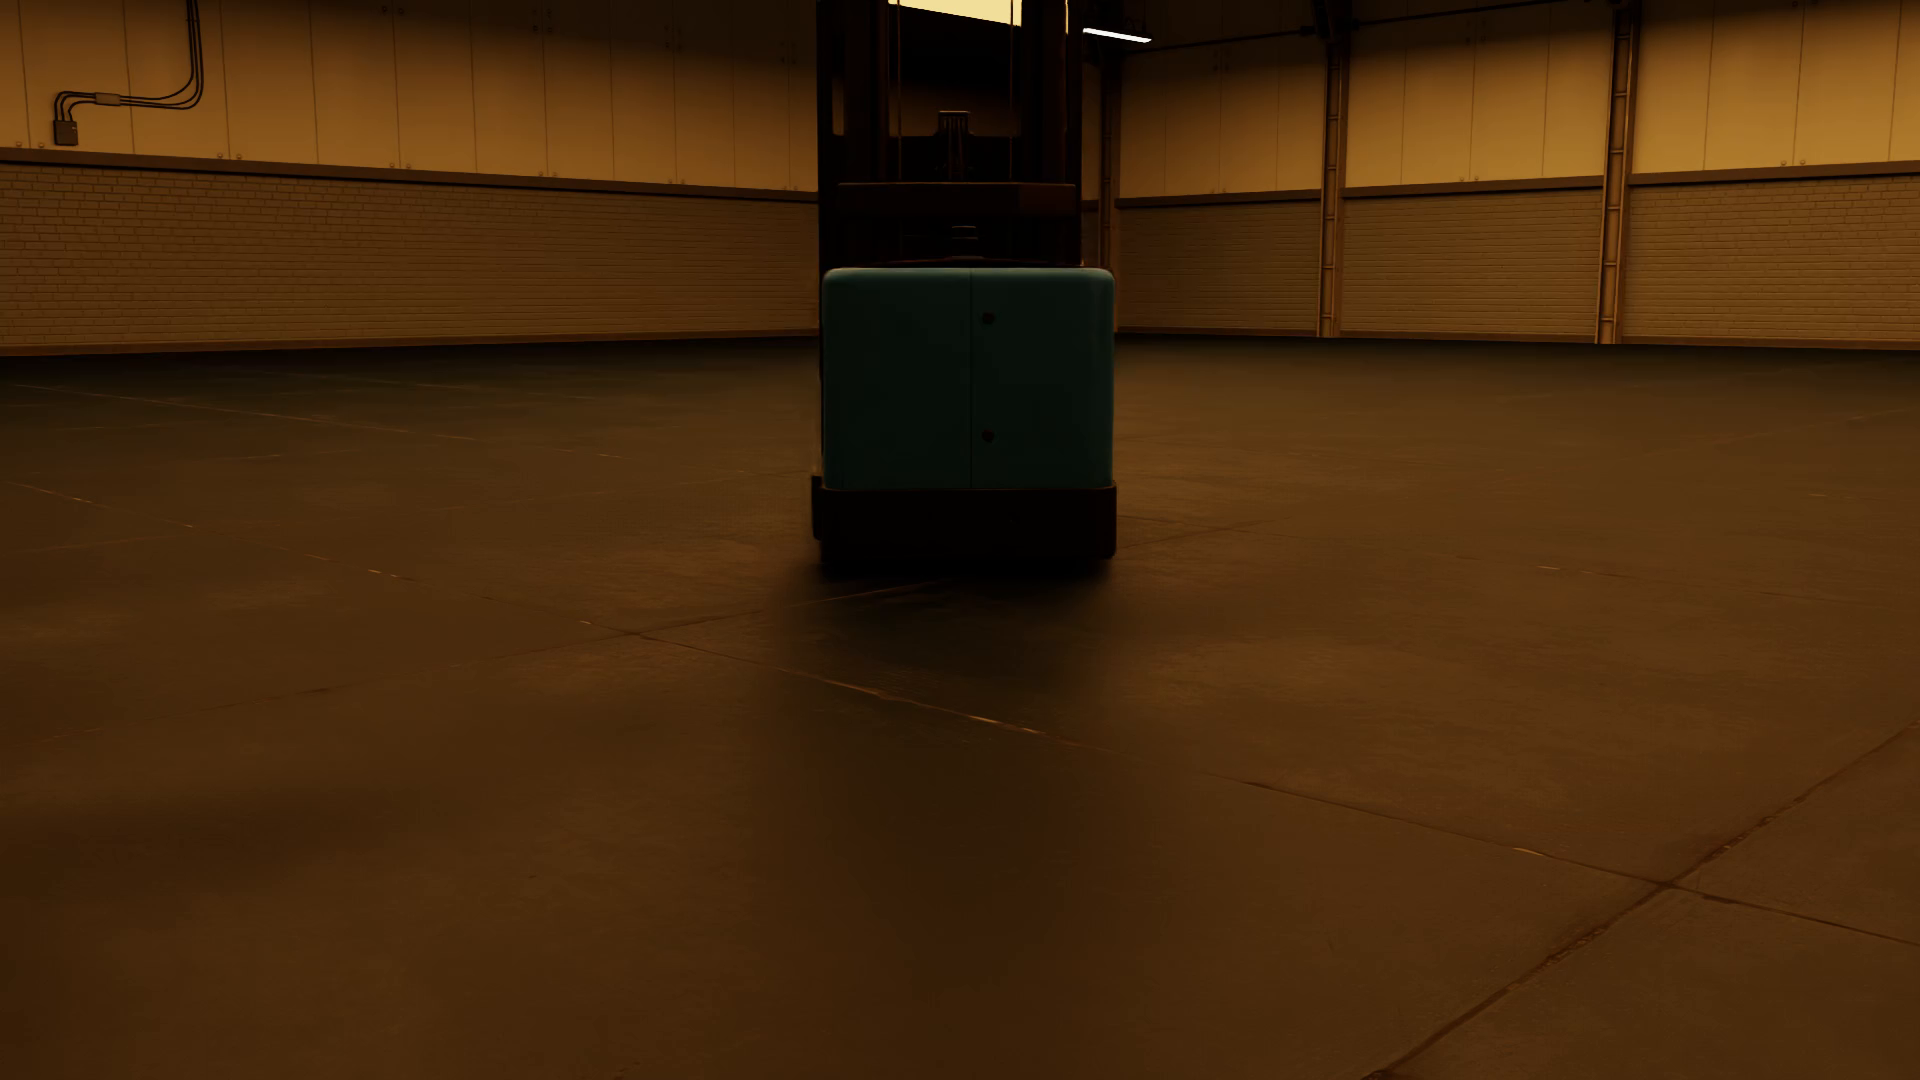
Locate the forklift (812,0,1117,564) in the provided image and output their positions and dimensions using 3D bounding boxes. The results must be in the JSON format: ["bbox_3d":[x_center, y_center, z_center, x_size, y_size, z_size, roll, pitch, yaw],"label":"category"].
[{"bbox_3d":[-0.060,-1.542,7.113,1.130,2.935,3.031,-1,9,-4],"label":"forklift"}]

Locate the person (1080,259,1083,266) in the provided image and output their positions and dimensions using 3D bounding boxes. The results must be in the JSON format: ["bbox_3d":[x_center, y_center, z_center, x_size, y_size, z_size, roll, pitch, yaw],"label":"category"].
[{"bbox_3d":[0.426,-1.124,9.237,0.795,1.491,1.231,6,10,34],"label":"person"}]
